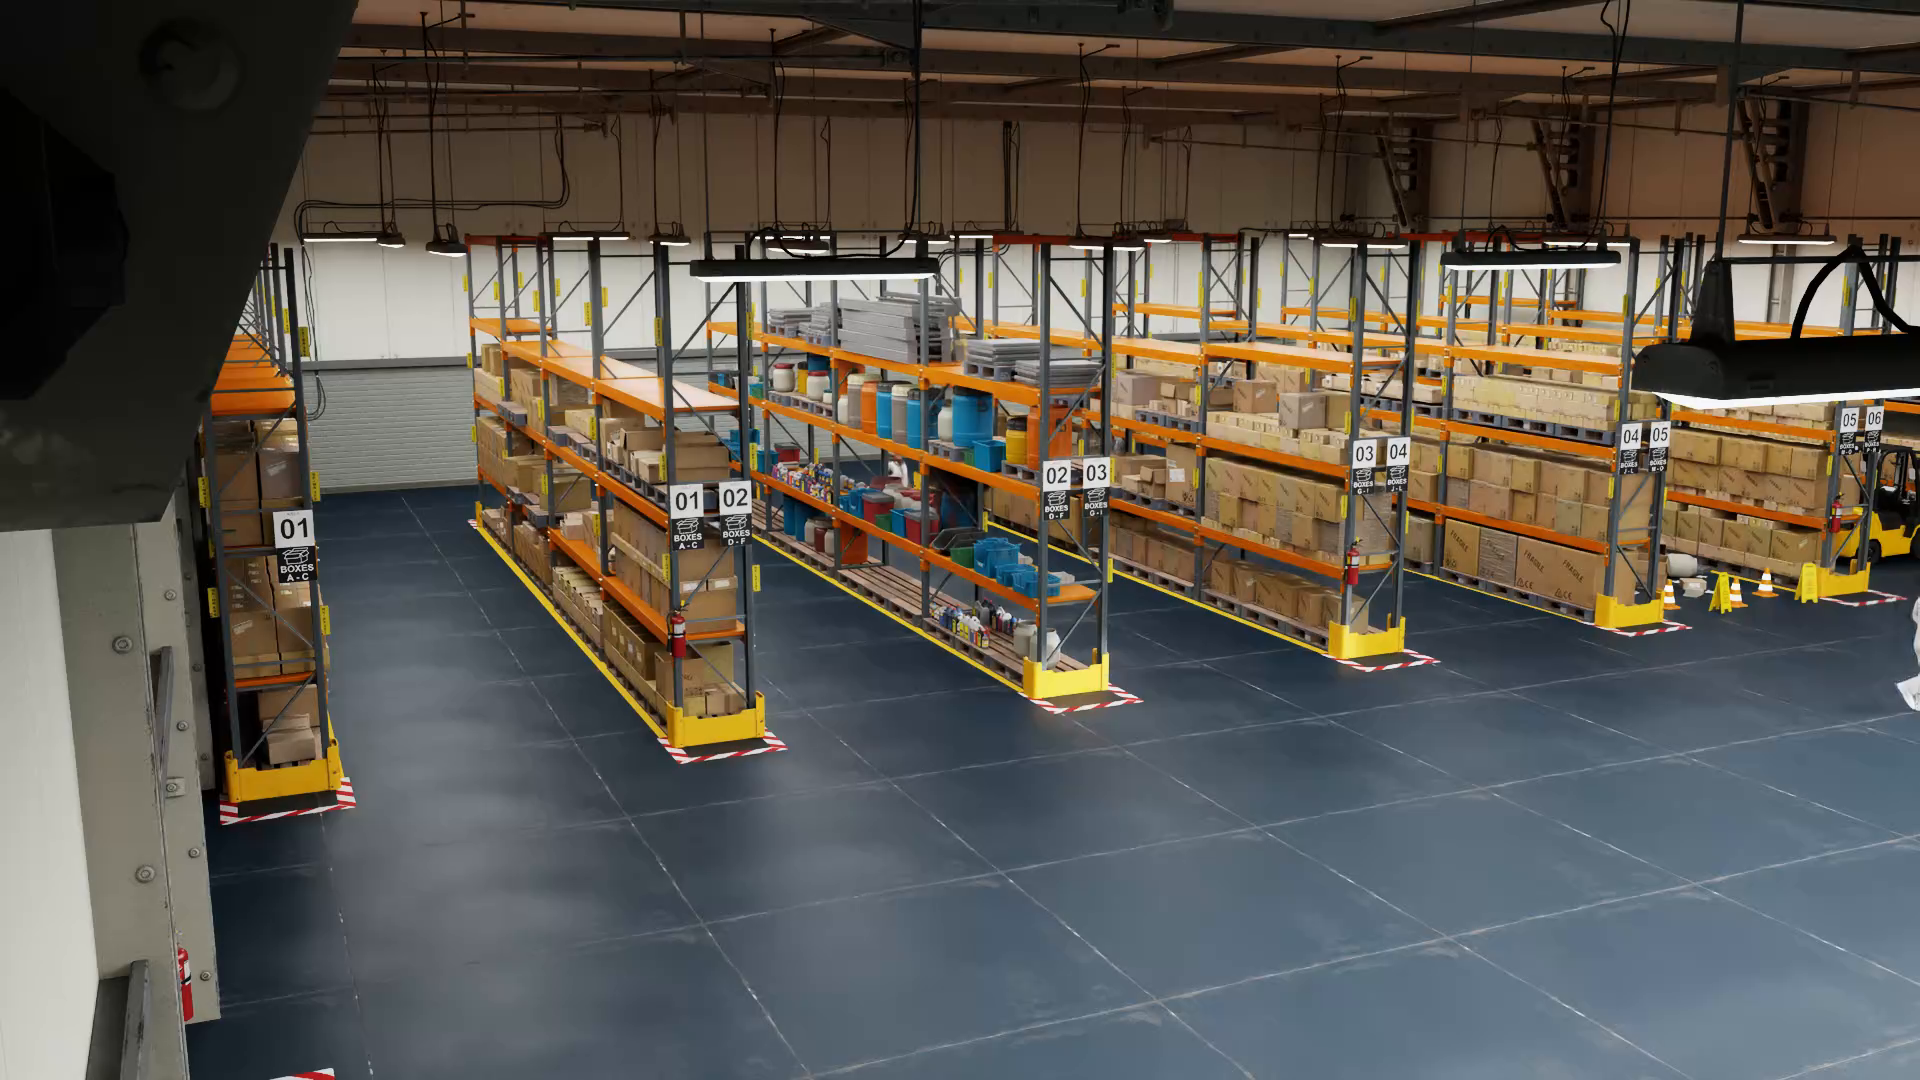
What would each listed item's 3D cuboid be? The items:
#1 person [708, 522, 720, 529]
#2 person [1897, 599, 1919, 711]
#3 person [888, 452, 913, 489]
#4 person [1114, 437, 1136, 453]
[{"bbox_3d":[-4.454,-0.213,29.679,0.612,1.698,0.919,-8,14,-36],"label":"person"},{"bbox_3d":[12.497,1.368,21.532,0.636,1.748,0.731,2,11,12],"label":"person"},{"bbox_3d":[-1.284,-1.023,33.858,0.647,1.727,0.580,-9,14,-39],"label":"person"},{"bbox_3d":[4.093,-2.642,42.044,0.930,1.746,0.735,6,13,29],"label":"person"}]
